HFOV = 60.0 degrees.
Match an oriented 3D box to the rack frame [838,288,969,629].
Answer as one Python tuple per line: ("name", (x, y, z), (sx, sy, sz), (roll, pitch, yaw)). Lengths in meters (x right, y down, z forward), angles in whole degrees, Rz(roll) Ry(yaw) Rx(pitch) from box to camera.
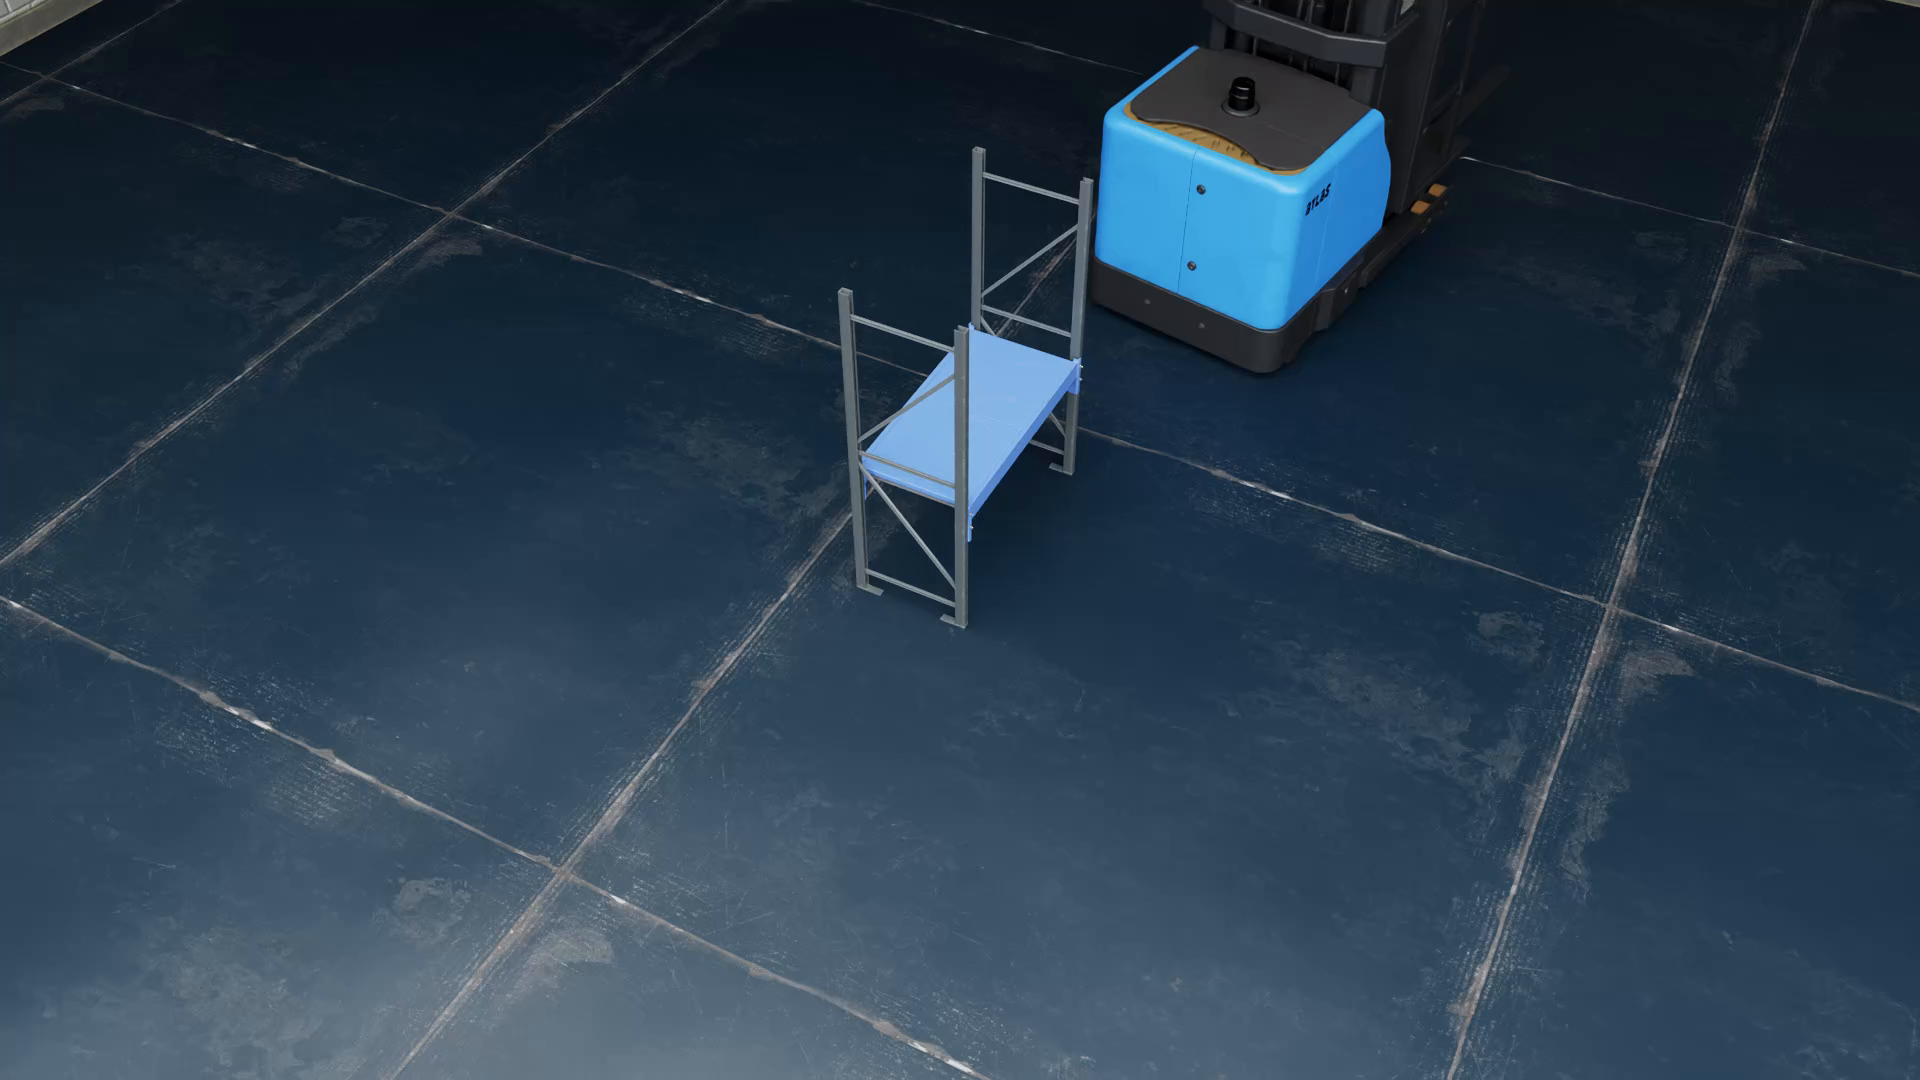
("rack frame", (-0.196, -0.261, 6.233), (0.500, 1.500, 0.032), (20, 49, 19))

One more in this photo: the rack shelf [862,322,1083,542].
("rack shelf", (0.040, -0.455, 6.678), (0.538, 0.185, 1.000), (20, 49, 19))

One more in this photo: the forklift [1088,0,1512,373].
("forklift", (1.917, -2.806, 7.742), (1.130, 2.935, 3.031), (28, 52, 25))

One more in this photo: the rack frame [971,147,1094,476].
("rack frame", (0.276, -0.901, 6.866), (0.500, 1.500, 0.032), (20, 49, 19))

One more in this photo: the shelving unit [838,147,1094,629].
("shelving unit", (0.040, -0.581, 6.550), (0.538, 1.500, 1.048), (20, 49, 19))
